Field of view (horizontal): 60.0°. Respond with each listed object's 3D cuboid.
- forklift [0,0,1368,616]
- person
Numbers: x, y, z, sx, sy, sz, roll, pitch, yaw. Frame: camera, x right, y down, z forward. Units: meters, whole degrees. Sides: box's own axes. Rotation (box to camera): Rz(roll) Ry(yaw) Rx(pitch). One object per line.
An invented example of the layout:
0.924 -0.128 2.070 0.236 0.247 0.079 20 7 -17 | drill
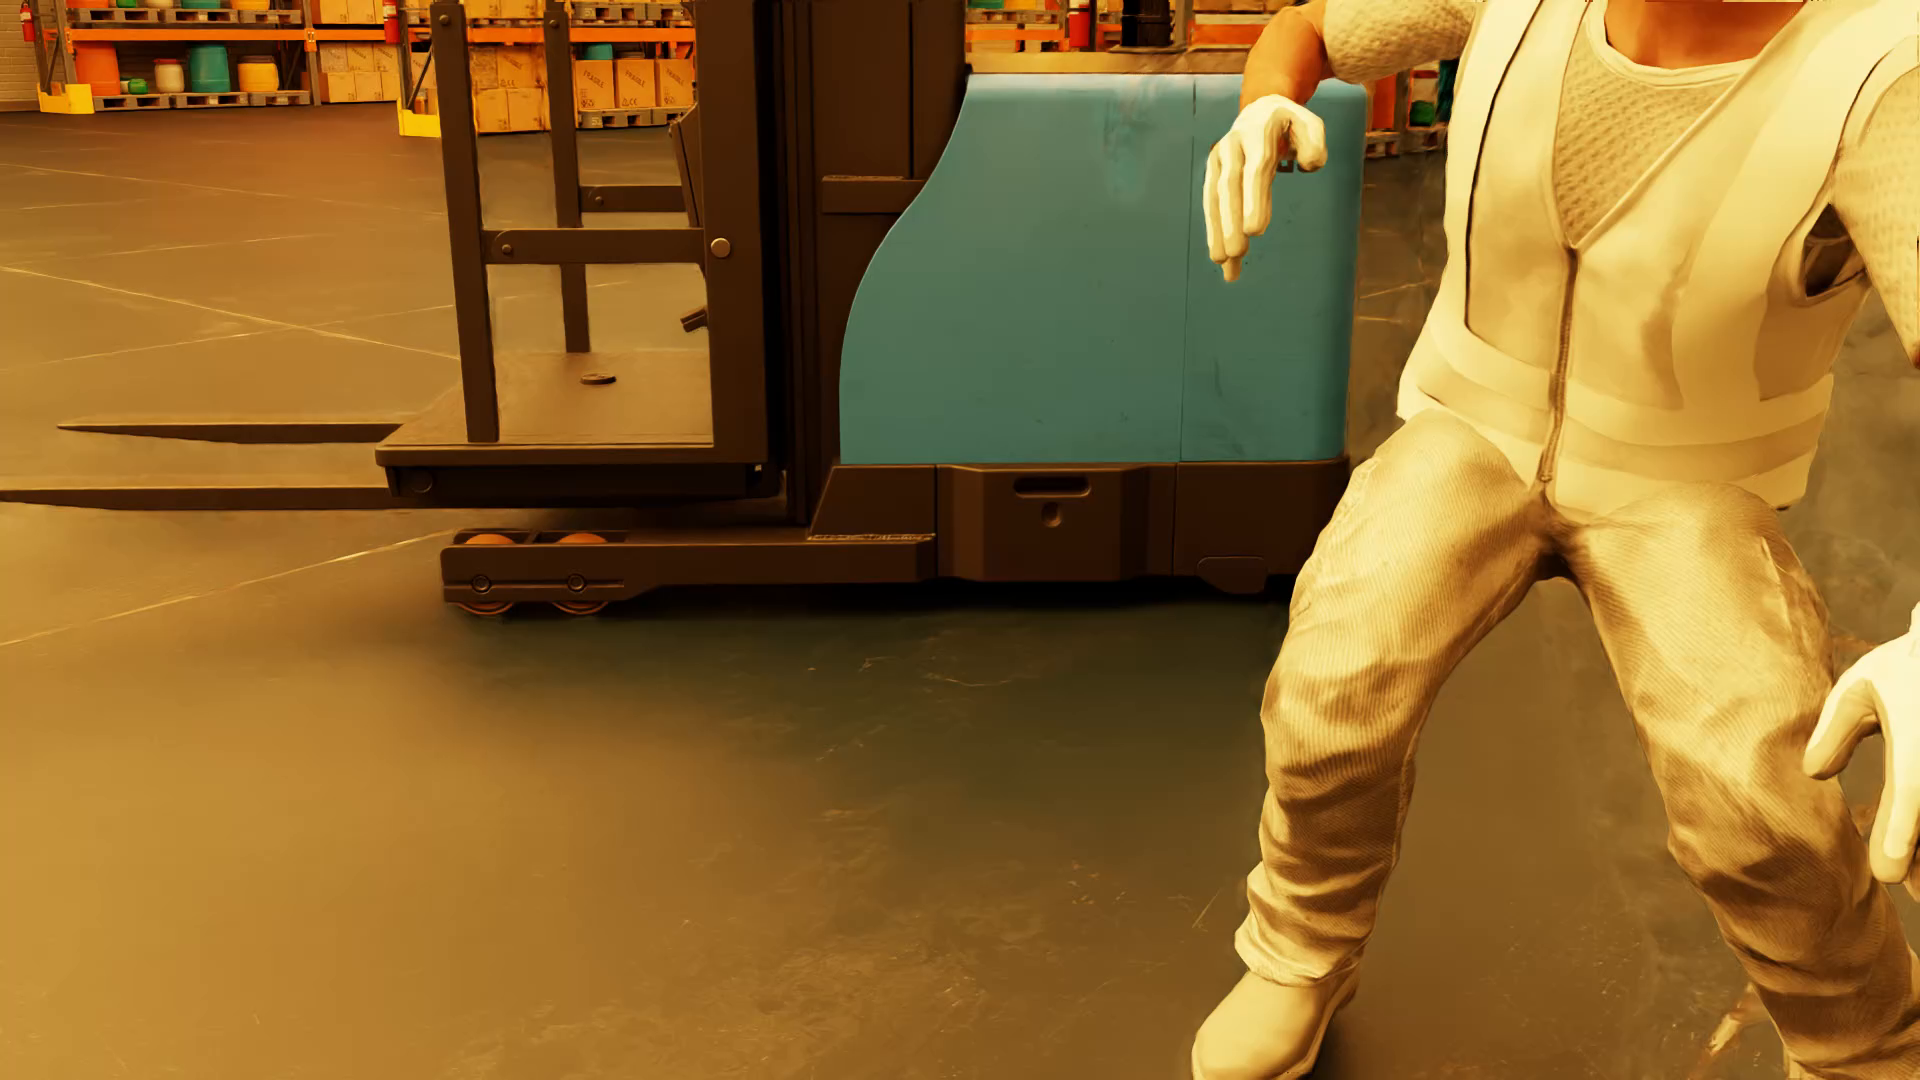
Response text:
-0.709 -1.402 3.515 3.031 2.935 1.130 0 17 -1 | forklift
0.555 -0.039 1.560 0.825 1.514 0.927 11 20 33 | person
